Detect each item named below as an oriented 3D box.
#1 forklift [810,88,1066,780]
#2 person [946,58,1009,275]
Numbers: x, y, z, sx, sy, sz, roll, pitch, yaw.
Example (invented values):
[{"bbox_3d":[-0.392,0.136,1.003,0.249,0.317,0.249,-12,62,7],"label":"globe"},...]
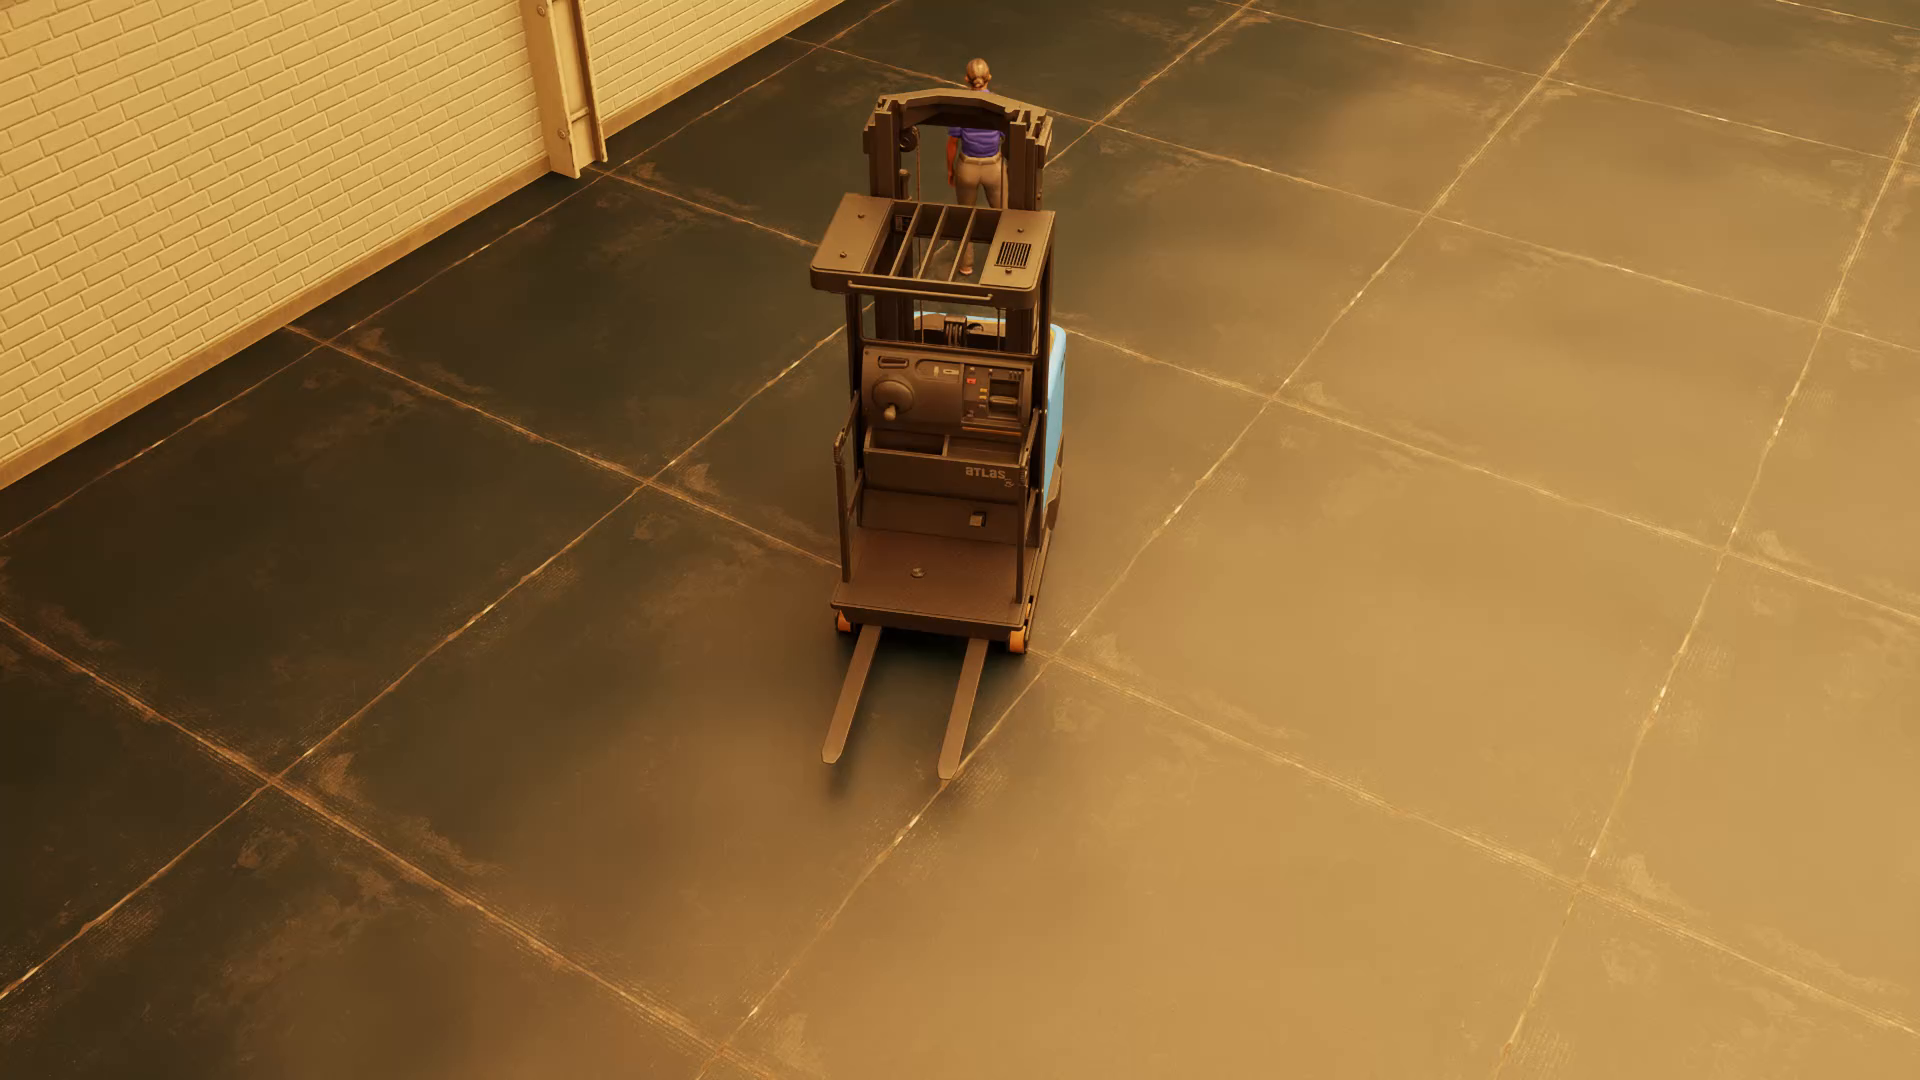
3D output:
[{"bbox_3d":[-0.108,-0.731,8.830,1.130,2.935,3.031,7,41,8],"label":"forklift"},{"bbox_3d":[0.159,-2.708,12.152,0.522,1.655,0.347,2,40,2],"label":"person"}]
